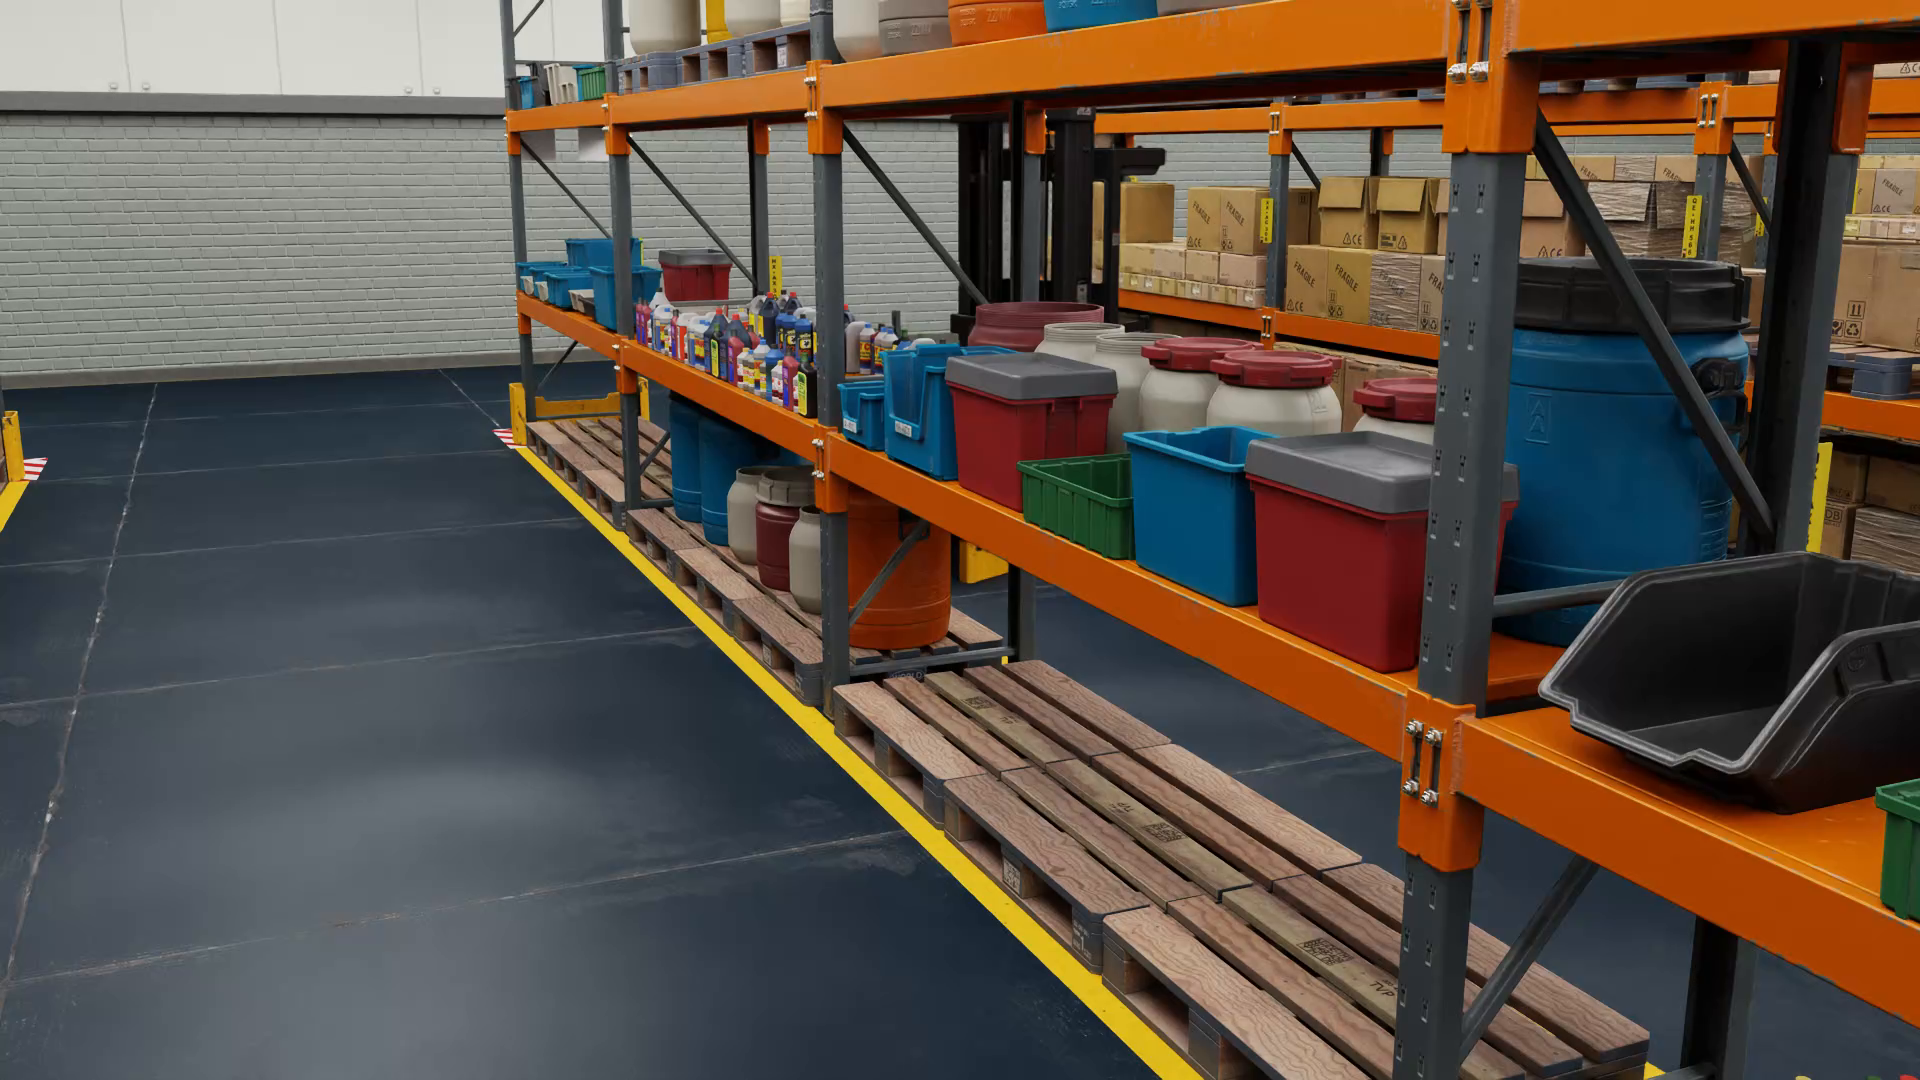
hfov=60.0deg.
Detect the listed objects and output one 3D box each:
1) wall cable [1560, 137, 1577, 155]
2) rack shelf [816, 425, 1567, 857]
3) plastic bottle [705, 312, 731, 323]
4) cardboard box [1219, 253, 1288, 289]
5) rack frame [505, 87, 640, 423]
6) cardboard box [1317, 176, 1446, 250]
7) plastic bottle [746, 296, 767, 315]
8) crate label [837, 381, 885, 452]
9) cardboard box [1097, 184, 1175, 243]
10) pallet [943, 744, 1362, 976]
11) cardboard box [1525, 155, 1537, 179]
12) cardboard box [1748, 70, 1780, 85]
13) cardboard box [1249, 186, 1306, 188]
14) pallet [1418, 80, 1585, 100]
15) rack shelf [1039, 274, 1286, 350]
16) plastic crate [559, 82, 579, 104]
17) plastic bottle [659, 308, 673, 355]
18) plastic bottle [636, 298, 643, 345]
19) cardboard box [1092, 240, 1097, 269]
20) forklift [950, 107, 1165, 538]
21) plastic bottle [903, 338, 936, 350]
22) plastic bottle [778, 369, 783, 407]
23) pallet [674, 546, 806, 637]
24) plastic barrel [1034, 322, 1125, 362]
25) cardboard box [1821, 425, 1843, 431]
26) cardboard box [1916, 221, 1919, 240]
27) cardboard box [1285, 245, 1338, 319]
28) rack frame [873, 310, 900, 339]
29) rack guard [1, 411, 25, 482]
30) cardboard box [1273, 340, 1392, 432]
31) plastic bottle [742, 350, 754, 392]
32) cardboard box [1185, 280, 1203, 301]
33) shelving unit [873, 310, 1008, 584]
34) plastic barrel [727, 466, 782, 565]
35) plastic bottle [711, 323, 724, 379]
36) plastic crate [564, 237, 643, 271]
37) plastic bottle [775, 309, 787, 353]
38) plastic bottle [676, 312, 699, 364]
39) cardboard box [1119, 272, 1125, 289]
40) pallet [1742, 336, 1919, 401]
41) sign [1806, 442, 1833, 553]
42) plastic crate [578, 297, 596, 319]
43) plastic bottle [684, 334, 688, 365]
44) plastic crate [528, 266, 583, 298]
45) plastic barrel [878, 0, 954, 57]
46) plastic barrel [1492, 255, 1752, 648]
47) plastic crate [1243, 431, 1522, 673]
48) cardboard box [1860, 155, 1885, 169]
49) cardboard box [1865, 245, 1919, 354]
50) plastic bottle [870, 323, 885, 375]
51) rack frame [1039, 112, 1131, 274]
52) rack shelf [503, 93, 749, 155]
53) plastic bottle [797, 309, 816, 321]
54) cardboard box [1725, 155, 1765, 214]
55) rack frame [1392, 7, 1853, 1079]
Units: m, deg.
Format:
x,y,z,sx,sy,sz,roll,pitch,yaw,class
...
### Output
x,y,z,sx,sy,sz,roll,pitch,yaw,class
9.297,-5.491,25.691,0.588,1.984,0.122,-6,14,-23,wall cable
0.669,0.056,5.571,1.077,0.370,4.000,-6,14,-23,rack shelf
-1.388,-1.166,9.531,0.152,0.276,0.135,-6,14,-23,plastic bottle
2.387,-2.121,13.054,0.500,0.250,0.500,-6,14,-24,cardboard box
-3.336,-2.360,14.417,1.000,3.000,0.127,-6,14,-23,rack frame
3.067,-2.388,12.087,0.797,0.503,0.637,-6,14,-24,cardboard box
-1.280,-1.421,10.634,0.152,0.276,0.135,-6,14,-23,plastic bottle
-0.307,-0.505,6.772,0.303,0.233,0.416,-6,14,-23,crate label
1.560,-2.912,14.808,0.500,0.500,0.500,-6,14,-24,cardboard box
0.628,1.066,5.795,1.003,0.211,1.213,-6,14,-23,pallet
5.931,-3.695,17.085,0.500,0.500,0.500,-5,14,-21,cardboard box
4.361,-2.423,8.368,0.500,0.250,0.500,-5,14,-22,cardboard box
2.656,-2.643,13.648,0.500,0.500,0.500,-6,14,-23,cardboard box
3.649,-2.883,10.442,1.003,0.211,1.213,-5,14,-20,pallet
2.003,-2.044,14.645,1.077,0.370,4.000,-6,14,-23,rack shelf
-2.592,-3.095,11.524,0.293,0.136,0.466,-6,14,-23,plastic crate
-1.730,-1.239,9.858,0.097,0.271,0.097,0,13,0,plastic bottle
-1.978,-1.363,10.365,0.061,0.283,0.133,-6,14,-23,plastic bottle
1.361,-2.649,15.338,0.500,0.250,0.500,-6,14,-24,cardboard box
0.723,-1.671,11.590,1.130,2.935,3.031,9,16,33,forklift
-0.194,-0.861,8.215,0.152,0.276,0.135,-6,14,-23,plastic bottle
-0.807,-0.729,7.808,0.097,0.201,0.097,0,13,0,plastic bottle
-0.971,0.240,9.365,1.003,0.211,1.213,-6,14,-23,pallet
0.476,-0.569,6.428,0.421,0.512,0.421,0,13,0,plastic barrel
7.442,-1.219,14.096,0.500,0.500,0.500,-5,14,-21,cardboard box
7.644,-2.391,12.853,0.380,0.149,0.250,-5,14,-21,cardboard box
2.759,-1.913,12.259,0.500,0.500,0.500,-6,14,-23,cardboard box
-0.550,-0.672,10.448,0.032,1.500,0.500,11,17,39,rack frame
-7.846,-0.680,12.701,1.175,0.500,0.348,-6,14,-23,rack guard
3.079,-1.020,12.407,1.225,0.875,0.875,-6,14,-23,cardboard box
-1.041,-0.850,8.330,0.097,0.201,0.097,0,13,0,plastic bottle
2.073,-2.052,13.640,0.380,0.149,0.250,-5,14,-22,cardboard box
-0.171,-0.599,10.132,1.083,1.500,0.587,11,17,39,shelving unit
-1.104,-0.142,9.416,0.421,0.512,0.421,0,13,0,plastic barrel
-1.270,-0.998,8.787,0.061,0.283,0.133,-6,14,-23,plastic bottle
-3.031,-2.355,14.180,0.616,0.435,0.499,-6,14,-23,plastic crate
-1.039,-1.224,9.793,0.097,0.271,0.097,0,13,0,plastic bottle
-1.527,-1.152,9.471,0.152,0.276,0.135,-6,14,-23,plastic bottle
1.559,-2.317,14.785,0.380,0.149,0.250,-6,14,-24,cardboard box
4.789,-0.924,8.635,1.213,0.211,1.003,-6,14,-23,pallet
1.979,-0.064,3.878,0.100,0.325,0.005,-6,14,-23,sign
-2.429,-1.636,11.764,0.437,0.125,0.590,-6,14,-23,plastic crate
-1.506,-1.090,9.366,0.097,0.201,0.097,0,13,0,plastic bottle
-3.276,-2.091,13.492,0.416,0.233,0.300,-6,14,-23,plastic crate
-0.002,-2.224,6.063,0.600,0.901,0.600,0,13,0,plastic barrel
1.593,-0.233,4.111,0.600,0.901,0.708,-6,14,-23,plastic barrel
0.996,0.015,4.010,0.402,0.464,0.583,-6,14,-23,plastic crate
10.462,-4.292,18.884,0.380,0.149,0.250,-6,14,-25,cardboard box
4.975,-1.194,8.224,0.700,0.500,0.500,-3,13,-15,cardboard box
-0.430,-1.012,8.850,0.061,0.283,0.133,-6,14,-23,plastic bottle
1.202,-2.808,16.349,1.000,3.000,0.127,-6,14,-23,rack frame
-2.535,-3.058,12.374,1.077,0.370,4.000,-6,14,-23,rack shelf
-0.878,-1.214,9.738,0.152,0.276,0.135,-6,14,-23,plastic bottle
6.953,-3.162,14.781,0.500,0.500,0.500,-6,14,-25,cardboard box
1.473,0.118,3.706,0.949,2.616,0.053,-6,14,-23,rack frame
